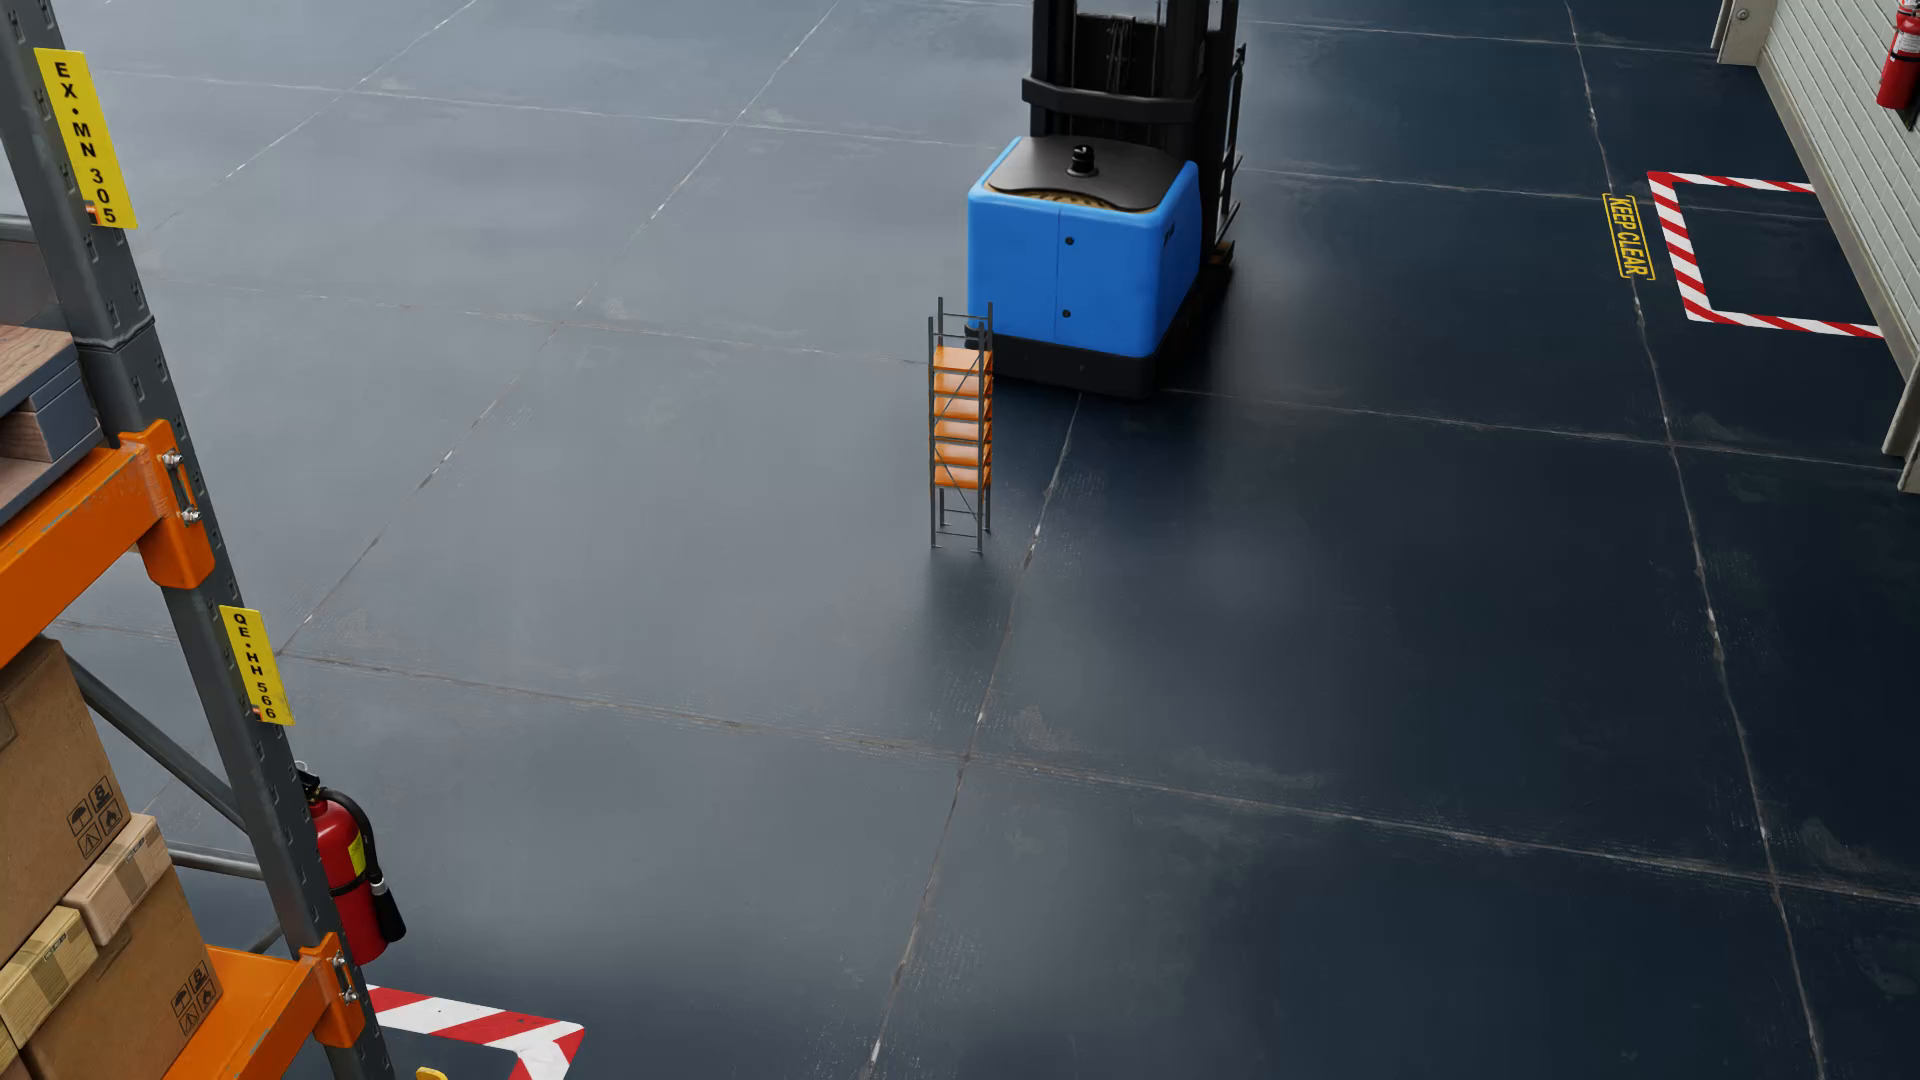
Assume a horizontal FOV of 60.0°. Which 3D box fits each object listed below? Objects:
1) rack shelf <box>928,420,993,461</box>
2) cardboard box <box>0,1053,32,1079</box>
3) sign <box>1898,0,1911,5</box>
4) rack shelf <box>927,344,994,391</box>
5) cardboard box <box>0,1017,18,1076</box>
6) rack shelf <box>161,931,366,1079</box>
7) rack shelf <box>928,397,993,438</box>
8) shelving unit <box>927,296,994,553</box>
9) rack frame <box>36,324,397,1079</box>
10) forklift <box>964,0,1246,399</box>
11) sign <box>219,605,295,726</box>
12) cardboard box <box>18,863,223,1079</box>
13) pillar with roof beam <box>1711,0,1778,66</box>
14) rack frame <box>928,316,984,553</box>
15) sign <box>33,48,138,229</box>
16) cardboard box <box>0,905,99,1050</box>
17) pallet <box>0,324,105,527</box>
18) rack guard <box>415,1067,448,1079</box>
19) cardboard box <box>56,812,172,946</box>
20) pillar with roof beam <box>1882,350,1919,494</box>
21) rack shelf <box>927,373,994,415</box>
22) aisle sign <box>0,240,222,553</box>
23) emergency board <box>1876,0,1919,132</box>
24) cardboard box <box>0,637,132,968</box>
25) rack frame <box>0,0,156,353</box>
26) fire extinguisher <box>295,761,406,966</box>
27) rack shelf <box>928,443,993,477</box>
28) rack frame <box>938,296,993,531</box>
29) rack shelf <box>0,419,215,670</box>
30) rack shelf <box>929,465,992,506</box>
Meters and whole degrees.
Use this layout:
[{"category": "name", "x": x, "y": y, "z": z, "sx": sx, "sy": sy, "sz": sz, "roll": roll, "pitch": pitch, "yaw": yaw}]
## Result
[{"category": "rack shelf", "x": 0.003, "y": -0.458, "z": 7.435, "sx": 0.258, "sy": 0.103, "sz": 0.180, "roll": 7, "pitch": 37, "yaw": 10}, {"category": "cardboard box", "x": -2.280, "y": 1.293, "z": 3.325, "sx": 0.700, "sy": 0.500, "sz": 0.500, "roll": 8, "pitch": 37, "yaw": 11}, {"category": "sign", "x": 5.541, "y": -3.276, "z": 9.684, "sx": 0.001, "sy": 0.329, "sz": 0.234, "roll": 7, "pitch": 37, "yaw": 10}, {"category": "rack shelf", "x": 0.003, "y": -0.750, "z": 7.224, "sx": 0.258, "sy": 0.103, "sz": 0.180, "roll": 7, "pitch": 37, "yaw": 10}, {"category": "cardboard box", "x": -2.065, "y": 1.002, "z": 3.173, "sx": 0.380, "sy": 0.149, "sz": 0.250, "roll": 7, "pitch": 36, "yaw": 9}, {"category": "rack shelf", "x": -2.487, "y": 2.203, "z": 2.767, "sx": 1.077, "sy": 0.370, "sz": 4.000, "roll": 7, "pitch": 37, "yaw": 10}, {"category": "rack shelf", "x": 0.003, "y": -0.555, "z": 7.365, "sx": 0.258, "sy": 0.103, "sz": 0.180, "roll": 7, "pitch": 37, "yaw": 10}, {"category": "shelving unit", "x": 0.003, "y": -0.494, "z": 7.409, "sx": 0.258, "sy": 1.200, "sz": 0.189, "roll": 7, "pitch": 37, "yaw": 10}, {"category": "rack frame", "x": -2.060, "y": 0.765, "z": 4.138, "sx": 1.000, "sy": 3.000, "sz": 0.127, "roll": 7, "pitch": 37, "yaw": 10}, {"category": "forklift", "x": 1.007, "y": -2.781, "z": 9.090, "sx": 1.130, "sy": 2.935, "sz": 3.031, "roll": 12, "pitch": 38, "yaw": 16}, {"category": "sign", "x": -1.533, "y": 0.277, "z": 3.624, "sx": 0.100, "sy": 0.325, "sz": 0.005, "roll": 7, "pitch": 37, "yaw": 10}, {"category": "cardboard box", "x": -2.172, "y": 0.991, "z": 3.741, "sx": 0.700, "sy": 0.500, "sz": 0.500, "roll": 7, "pitch": 37, "yaw": 10}, {"category": "pillar with roof beam", "x": 1.833, "y": -7.954, "z": 11.057, "sx": 9.100, "sy": 9.000, "sz": 0.400, "roll": 7, "pitch": 37, "yaw": 10}, {"category": "rack frame", "x": -0.016, "y": -0.442, "z": 7.337, "sx": 0.240, "sy": 1.200, "sz": 0.006, "roll": 7, "pitch": 37, "yaw": 10}, {"category": "sign", "x": -1.533, "y": -0.700, "z": 2.916, "sx": 0.100, "sy": 0.325, "sz": 0.005, "roll": 7, "pitch": 37, "yaw": 10}, {"category": "cardboard box", "x": -2.010, "y": 0.855, "z": 3.376, "sx": 0.380, "sy": 0.149, "sz": 0.250, "roll": 8, "pitch": 37, "yaw": 11}, {"category": "pallet", "x": -2.236, "y": -0.011, "z": 2.729, "sx": 1.003, "sy": 0.211, "sz": 1.213, "roll": 7, "pitch": 37, "yaw": 10}, {"category": "rack guard", "x": -2.055, "y": 1.764, "z": 4.890, "sx": 1.175, "sy": 0.500, "sz": 0.348, "roll": 7, "pitch": 37, "yaw": 10}, {"category": "cardboard box", "x": -1.956, "y": 0.705, "z": 3.583, "sx": 0.380, "sy": 0.149, "sz": 0.250, "roll": 7, "pitch": 36, "yaw": 9}, {"category": "pillar with roof beam", "x": 0.552, "y": -4.515, "z": 6.311, "sx": 9.100, "sy": 9.000, "sz": 0.400, "roll": 7, "pitch": 37, "yaw": 10}, {"category": "rack shelf", "x": 0.003, "y": -0.652, "z": 7.295, "sx": 0.258, "sy": 0.103, "sz": 0.180, "roll": 7, "pitch": 37, "yaw": 10}, {"category": "aisle sign", "x": -1.759, "y": -0.288, "z": 3.376, "sx": 0.394, "sy": 0.787, "sz": 0.004, "roll": 7, "pitch": 37, "yaw": 10}, {"category": "emergency board", "x": 5.322, "y": -2.958, "z": 9.275, "sx": 0.194, "sy": 1.169, "sz": 0.643, "roll": 7, "pitch": 37, "yaw": 10}, {"category": "cardboard box", "x": -2.184, "y": 0.496, "z": 3.319, "sx": 0.700, "sy": 0.500, "sz": 0.500, "roll": 7, "pitch": 37, "yaw": 10}, {"category": "rack frame", "x": -2.060, "y": -1.664, "z": 2.377, "sx": 1.000, "sy": 3.000, "sz": 0.127, "roll": 7, "pitch": 37, "yaw": 10}, {"category": "fire extinguisher", "x": -1.581, "y": 0.787, "z": 4.174, "sx": 0.296, "sy": 0.674, "sz": 0.183, "roll": 7, "pitch": 37, "yaw": 10}, {"category": "rack shelf", "x": 0.003, "y": -0.361, "z": 7.506, "sx": 0.258, "sy": 0.103, "sz": 0.180, "roll": 7, "pitch": 37, "yaw": 10}, {"category": "rack frame", "x": 0.023, "y": -0.547, "z": 7.482, "sx": 0.240, "sy": 1.200, "sz": 0.006, "roll": 7, "pitch": 37, "yaw": 10}, {"category": "rack shelf", "x": -2.487, "y": 0.989, "z": 1.887, "sx": 1.077, "sy": 0.370, "sz": 4.000, "roll": 7, "pitch": 37, "yaw": 10}, {"category": "rack shelf", "x": 0.003, "y": -0.264, "z": 7.576, "sx": 0.258, "sy": 0.103, "sz": 0.180, "roll": 7, "pitch": 37, "yaw": 10}]
